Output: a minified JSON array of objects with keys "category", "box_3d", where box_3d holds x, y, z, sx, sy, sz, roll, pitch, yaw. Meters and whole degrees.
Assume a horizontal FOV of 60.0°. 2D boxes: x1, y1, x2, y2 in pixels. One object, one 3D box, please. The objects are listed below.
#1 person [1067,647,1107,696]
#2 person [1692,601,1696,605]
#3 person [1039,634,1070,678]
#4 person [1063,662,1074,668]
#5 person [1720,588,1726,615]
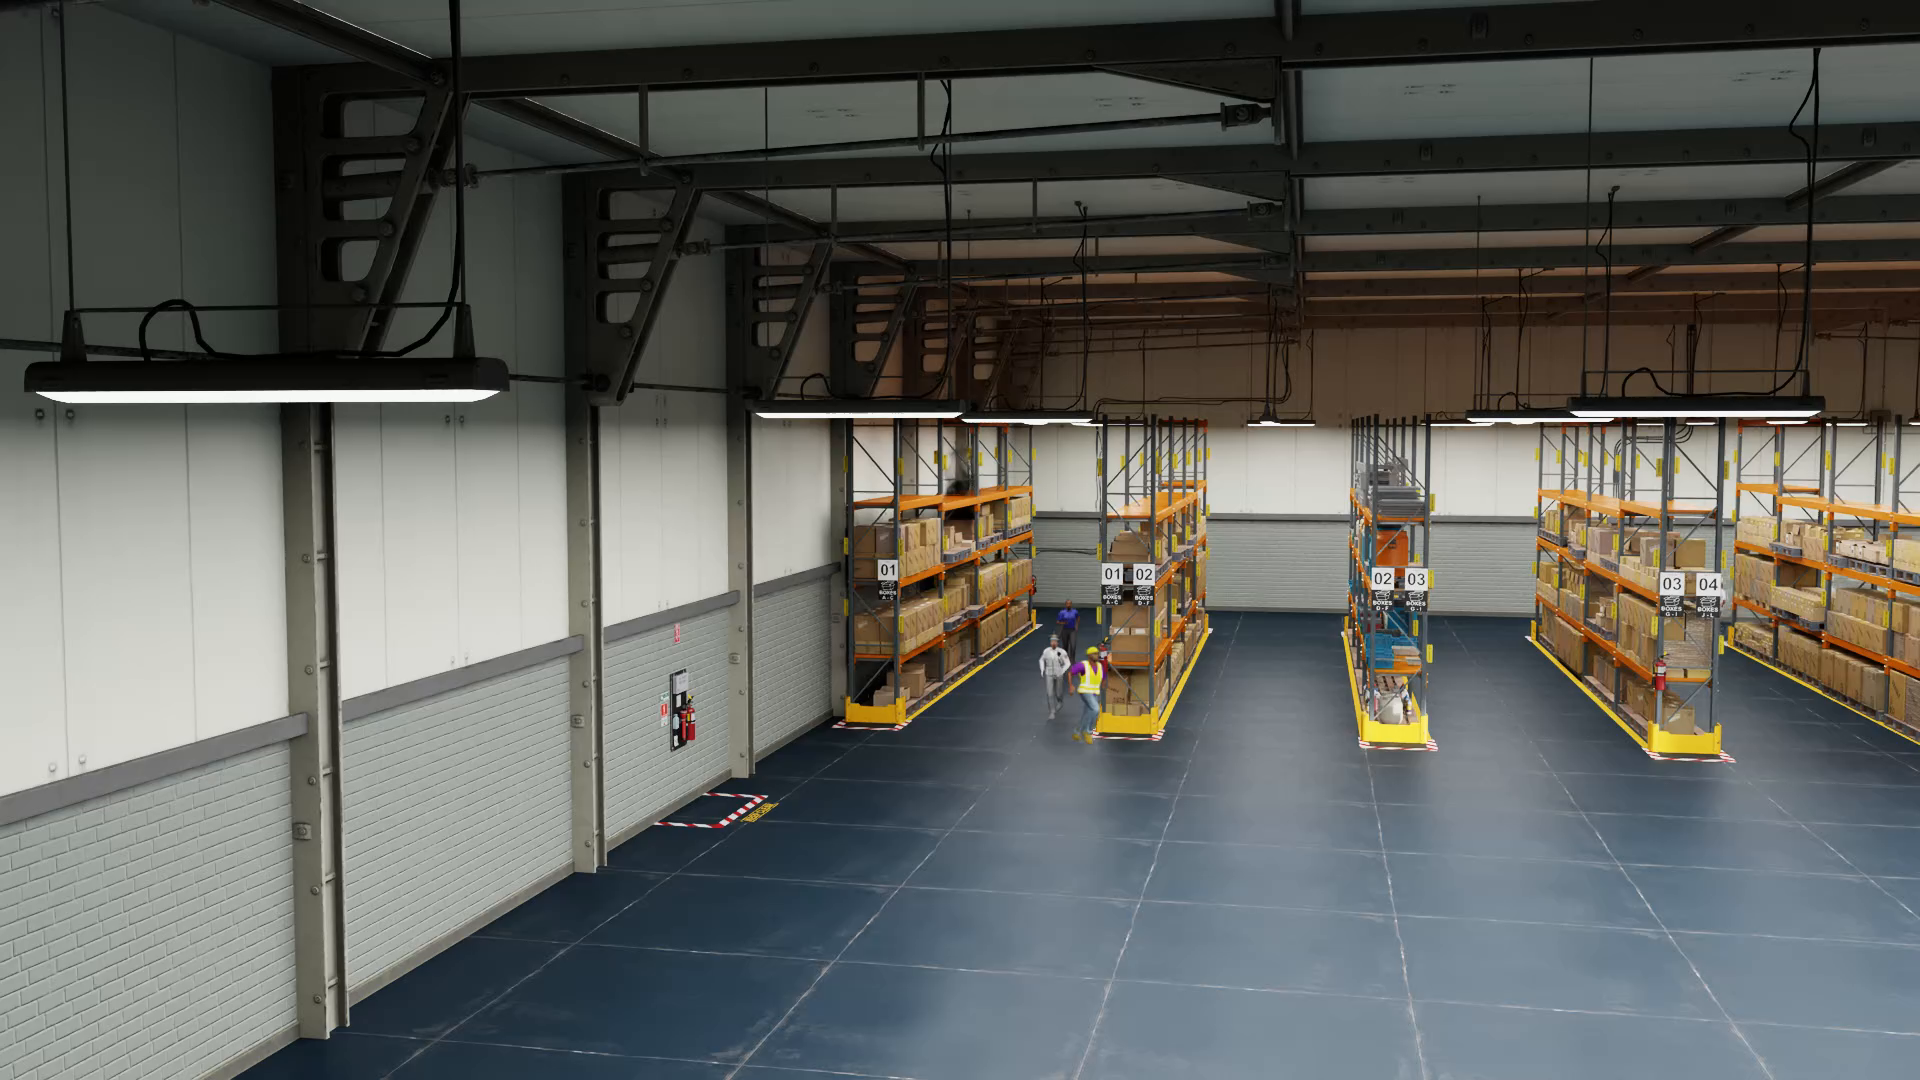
[{"category":"person","box_3d":[2.385,2.402,30.388,0.706,0.888,0.641,-3,5,-37]},{"category":"person","box_3d":[19.549,1.939,44.635,0.791,1.733,0.727,-3,5,-36]},{"category":"person","box_3d":[1.857,2.295,32.923,0.649,0.873,0.441,1,4,12]},{"category":"person","box_3d":[2.597,2.927,39.616,0.240,0.312,0.883,0,4,-2]},{"category":"person","box_3d":[20.485,1.981,45.156,0.491,1.463,0.644,-1,4,-9]}]
